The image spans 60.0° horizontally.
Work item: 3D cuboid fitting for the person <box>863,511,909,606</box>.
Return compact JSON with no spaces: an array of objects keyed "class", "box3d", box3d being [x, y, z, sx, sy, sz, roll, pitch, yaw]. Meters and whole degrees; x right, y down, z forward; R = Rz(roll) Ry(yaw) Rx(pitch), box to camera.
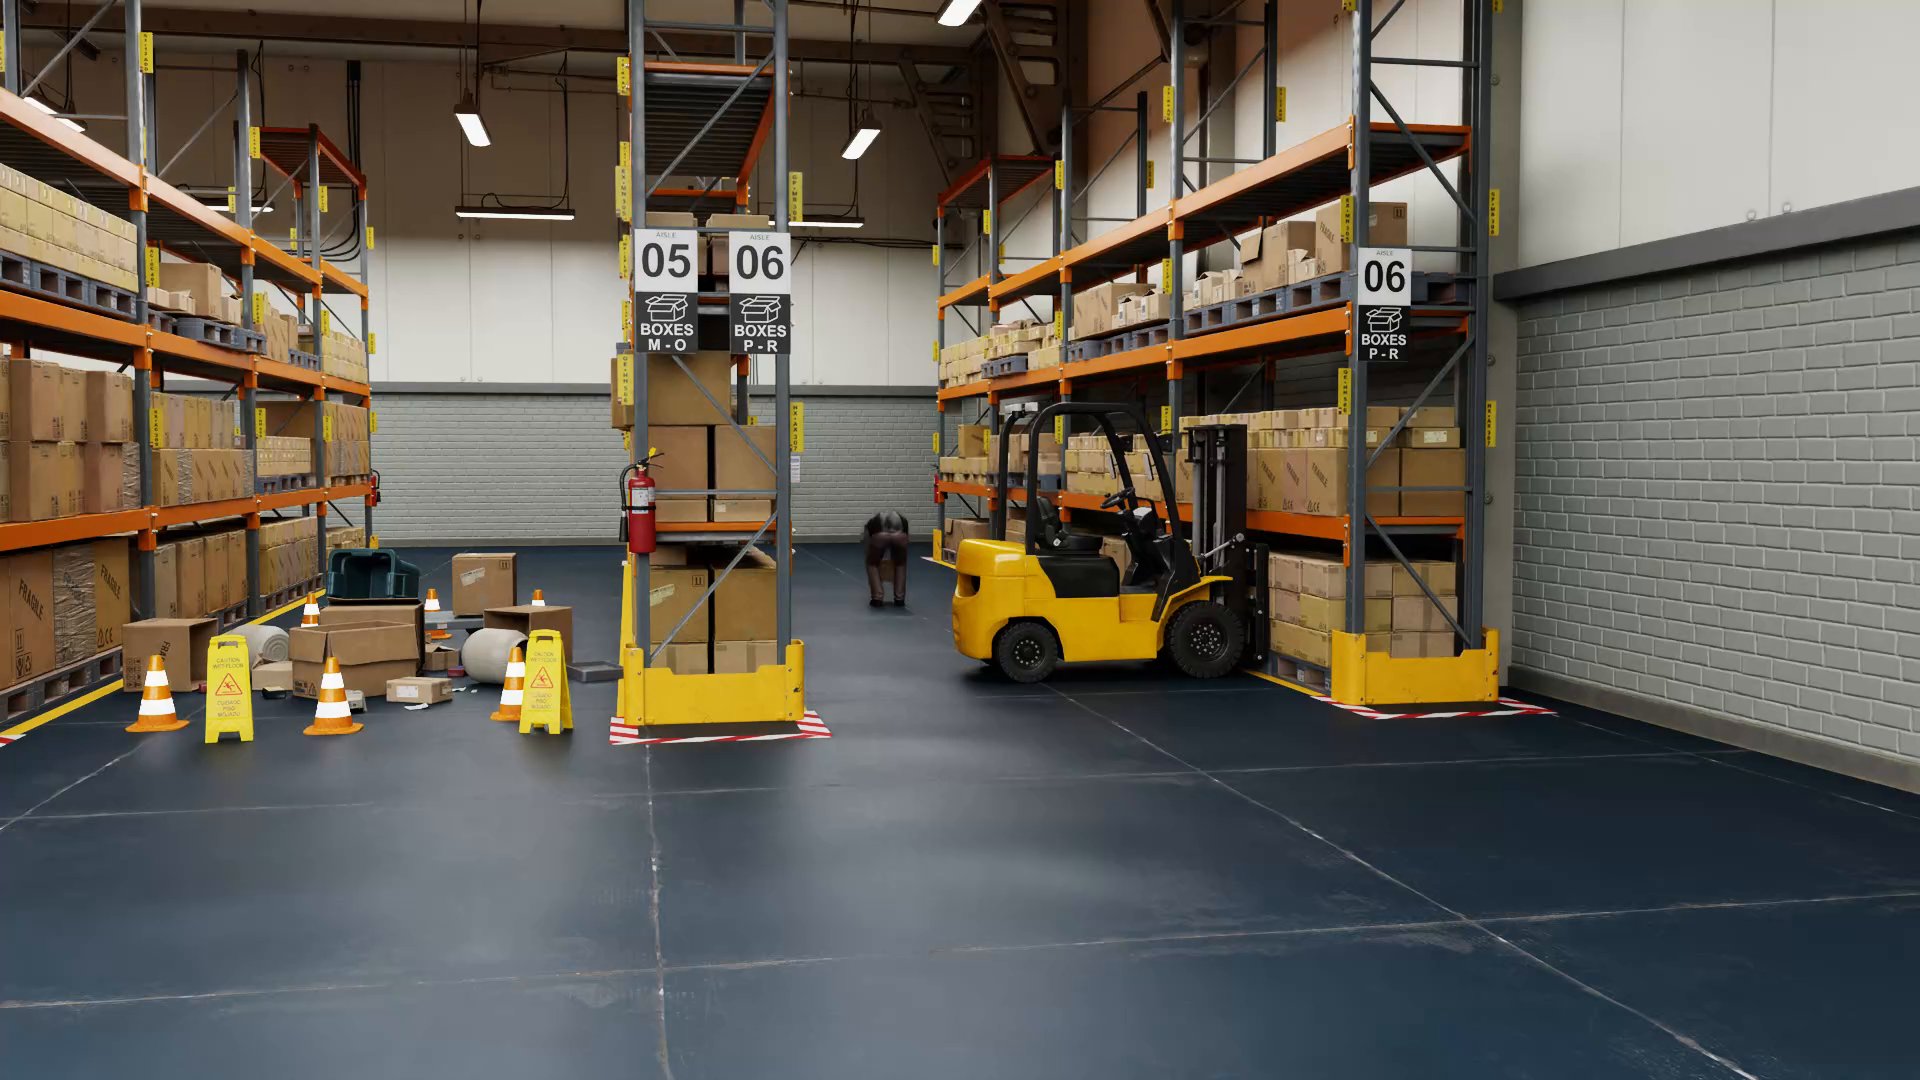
[{"class":"person","box3d":[-0.886,0.200,19.479,0.475,1.100,0.961,-1,3,-14]}]
